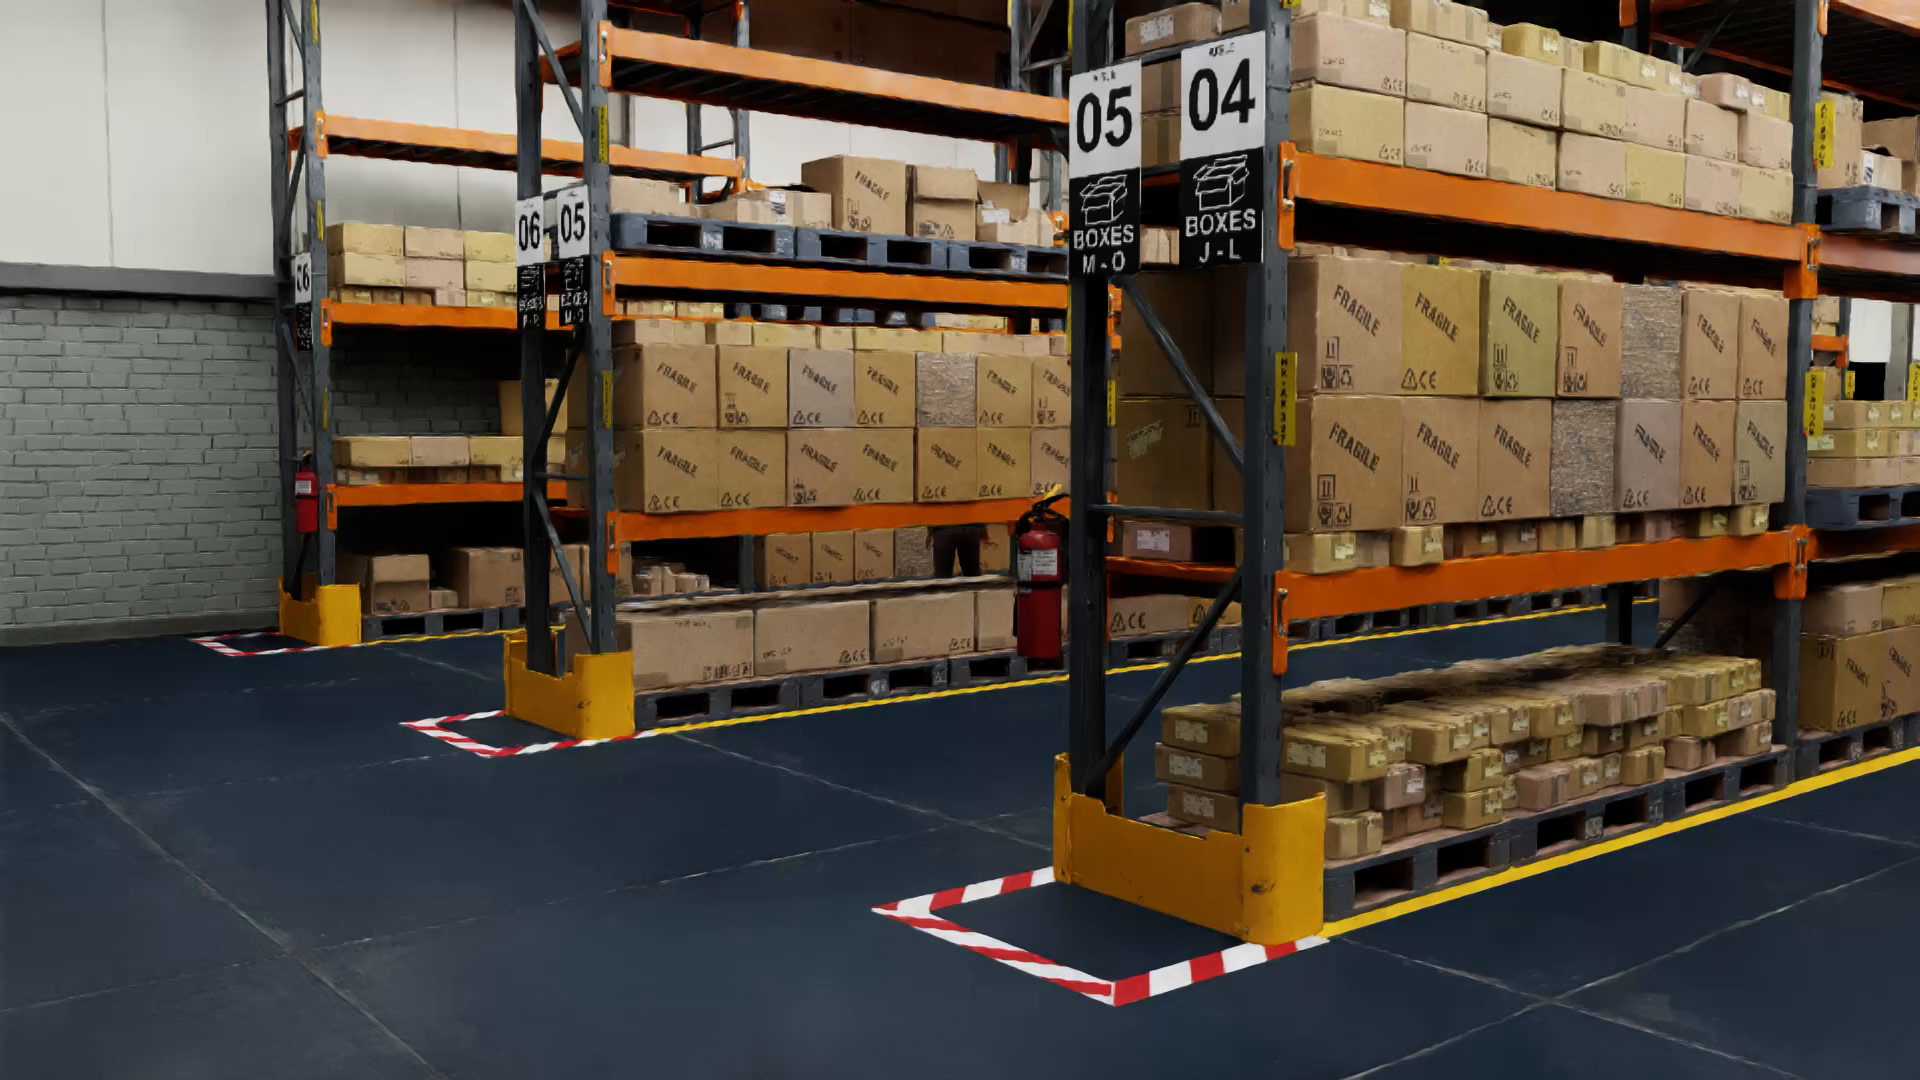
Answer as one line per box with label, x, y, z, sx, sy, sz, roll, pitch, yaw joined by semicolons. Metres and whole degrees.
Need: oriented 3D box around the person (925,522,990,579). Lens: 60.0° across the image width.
person;-0.044;-0.041;14.444;0.661;1.712;0.551;-2;5;-29
